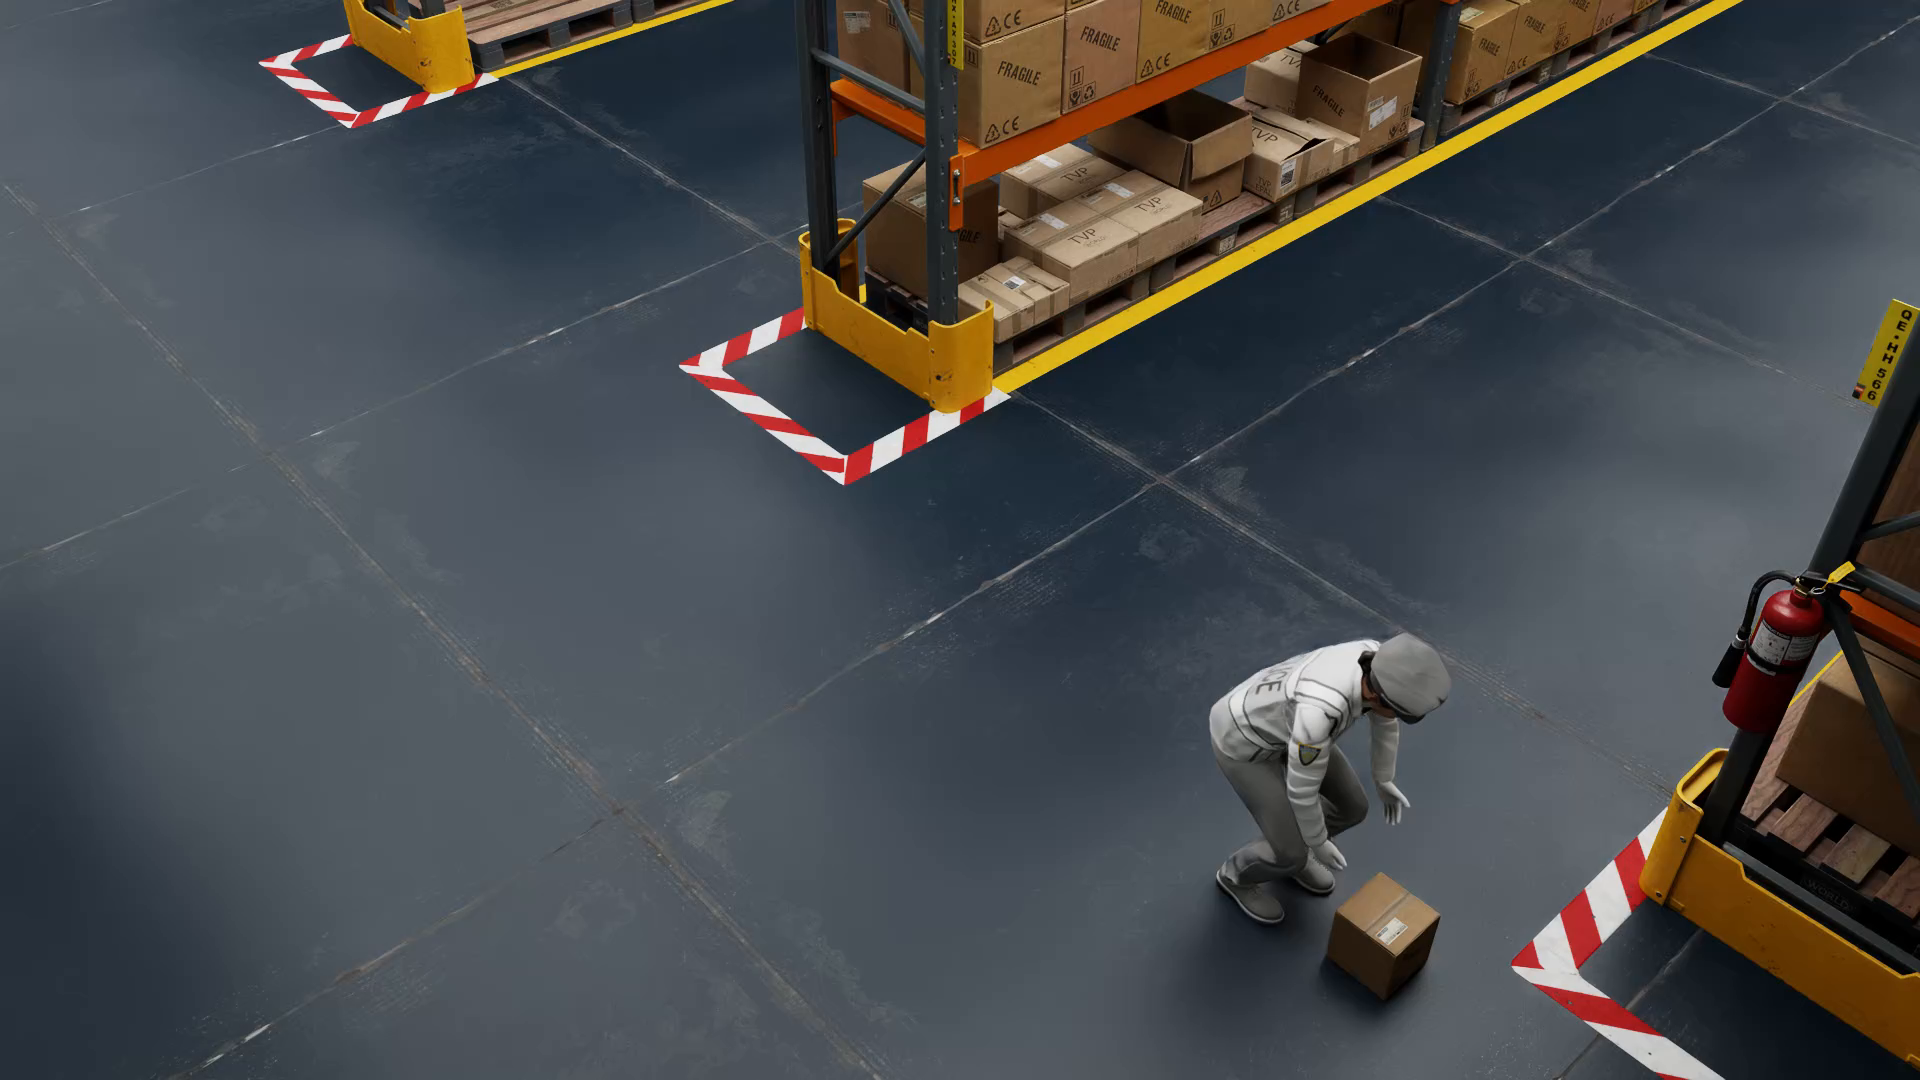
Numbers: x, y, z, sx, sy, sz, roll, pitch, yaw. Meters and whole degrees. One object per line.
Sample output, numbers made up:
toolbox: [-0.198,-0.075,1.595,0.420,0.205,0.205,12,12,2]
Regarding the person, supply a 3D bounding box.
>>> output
person: [1.192,0.745,5.543,0.534,1.320,0.739,-30,49,-31]
